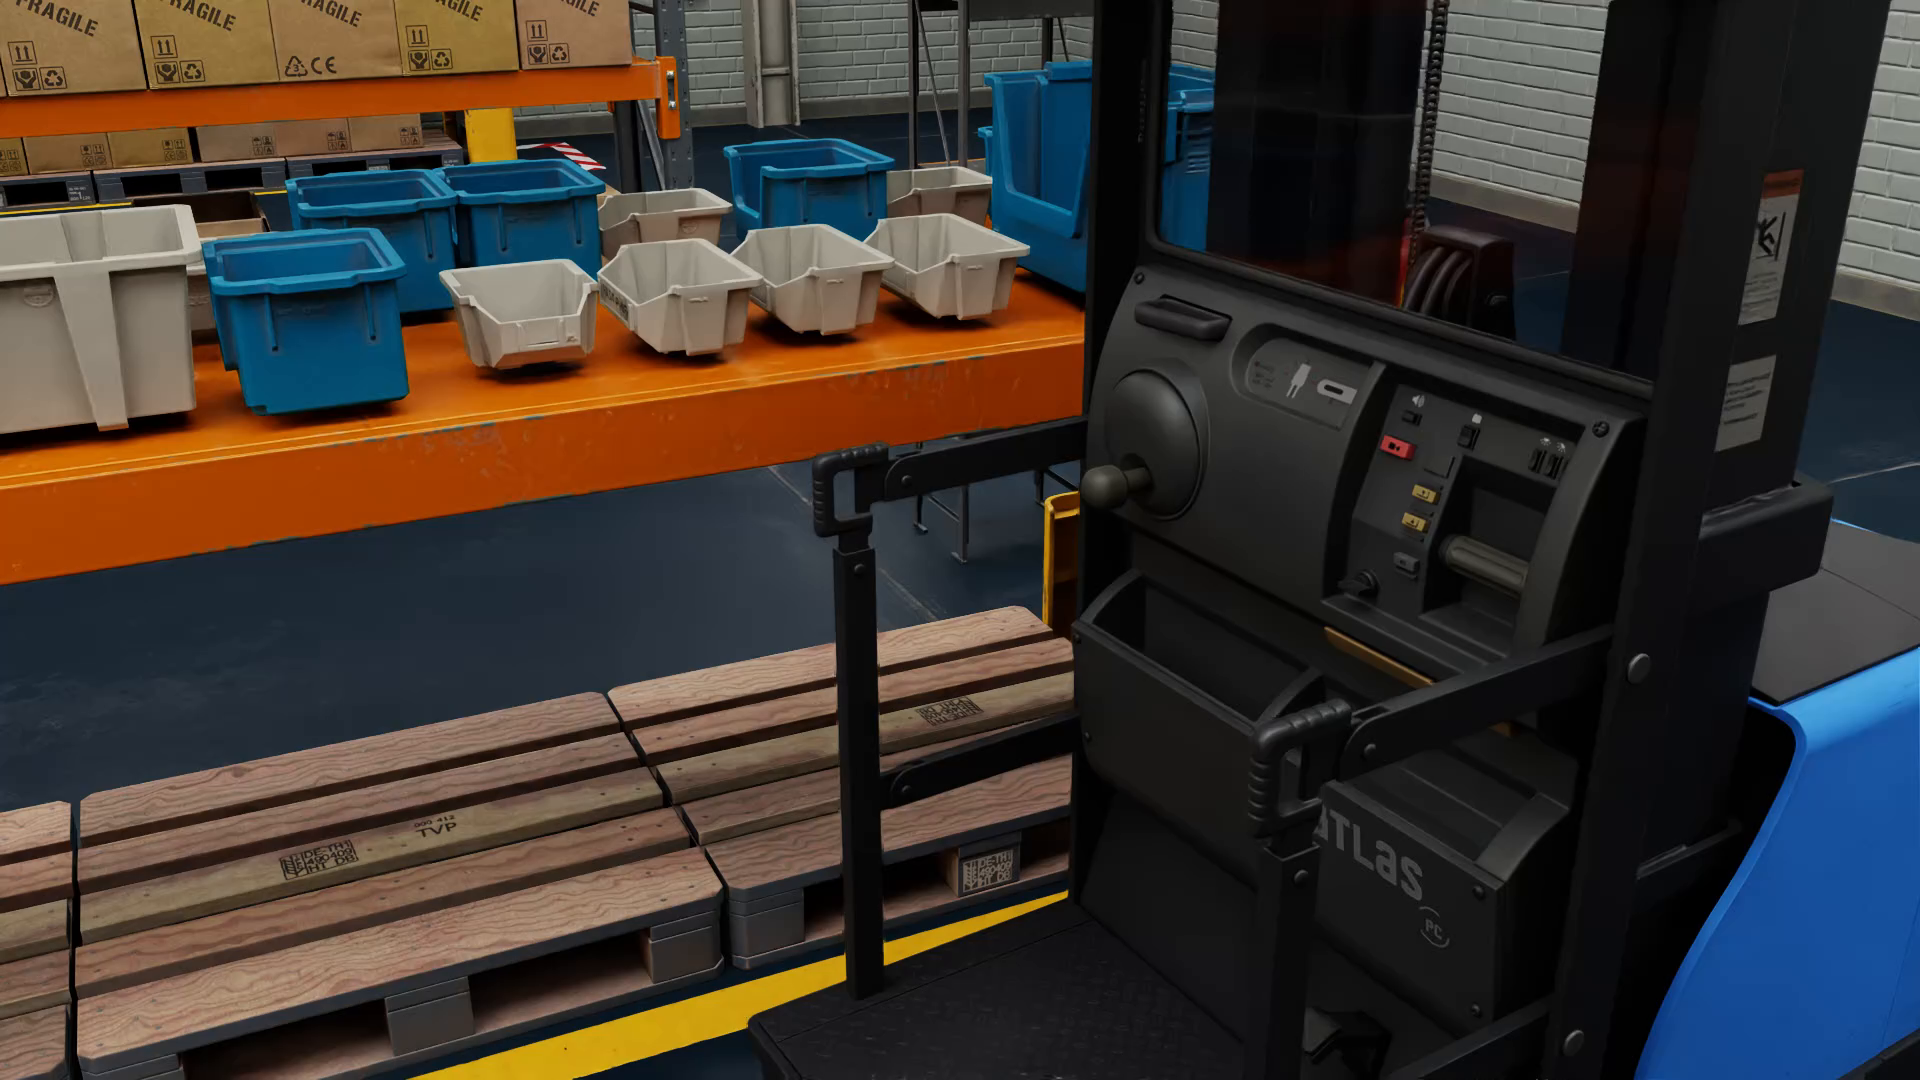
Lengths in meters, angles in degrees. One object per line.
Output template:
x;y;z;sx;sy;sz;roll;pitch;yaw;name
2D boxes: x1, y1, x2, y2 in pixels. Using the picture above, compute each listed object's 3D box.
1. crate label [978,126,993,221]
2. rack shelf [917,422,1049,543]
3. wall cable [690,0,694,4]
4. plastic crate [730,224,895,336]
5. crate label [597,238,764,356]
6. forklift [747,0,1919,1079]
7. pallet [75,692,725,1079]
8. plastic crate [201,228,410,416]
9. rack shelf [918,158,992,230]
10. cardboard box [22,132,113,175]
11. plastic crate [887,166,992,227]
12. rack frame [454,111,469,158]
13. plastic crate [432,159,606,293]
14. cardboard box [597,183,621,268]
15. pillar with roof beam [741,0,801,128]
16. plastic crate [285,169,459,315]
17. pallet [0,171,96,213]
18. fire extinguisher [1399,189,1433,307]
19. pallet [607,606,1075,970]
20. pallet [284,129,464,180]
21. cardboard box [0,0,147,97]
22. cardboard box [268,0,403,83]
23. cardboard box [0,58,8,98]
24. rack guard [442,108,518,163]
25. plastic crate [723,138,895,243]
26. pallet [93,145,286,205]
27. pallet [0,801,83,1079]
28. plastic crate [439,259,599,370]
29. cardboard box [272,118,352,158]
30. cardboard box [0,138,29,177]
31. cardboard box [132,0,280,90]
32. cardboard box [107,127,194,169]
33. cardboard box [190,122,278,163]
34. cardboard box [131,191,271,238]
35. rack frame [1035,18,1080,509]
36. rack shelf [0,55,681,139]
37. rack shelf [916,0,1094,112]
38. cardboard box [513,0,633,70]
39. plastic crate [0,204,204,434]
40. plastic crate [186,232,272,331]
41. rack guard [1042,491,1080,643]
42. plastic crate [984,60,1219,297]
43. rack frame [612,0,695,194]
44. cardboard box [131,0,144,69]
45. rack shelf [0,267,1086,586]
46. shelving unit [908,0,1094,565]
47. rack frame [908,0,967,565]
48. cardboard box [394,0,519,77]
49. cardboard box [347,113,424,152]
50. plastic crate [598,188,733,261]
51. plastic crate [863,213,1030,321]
0.245;-0.884;4.103;0.303;0.233;0.416;-10;25;-24;crate label
0.149;-0.338;5.688;0.480;0.518;0.431;-10;25;-24;rack shelf
-2.943;-5.283;13.262;1.851;1.984;0.084;-10;25;-24;wall cable
-0.313;-0.526;3.365;0.243;0.136;0.396;-10;25;-24;plastic crate
-0.554;-0.471;3.233;0.243;0.136;0.396;-10;25;-24;crate label
0.321;-0.127;2.224;3.031;2.935;1.130;-13;26;-29;forklift
-1.247;0.752;3.657;1.213;0.211;1.003;-10;25;-24;pallet
-1.129;-0.382;2.891;0.300;0.233;0.416;-10;25;-24;plastic crate
0.149;-0.985;5.420;0.480;0.518;0.431;-10;25;-24;rack shelf
-6.118;-2.821;11.363;0.500;0.500;0.700;-11;25;-24;cardboard box
-0.080;-0.814;4.062;0.298;0.136;0.250;-10;25;-24;plastic crate
-3.686;-4.275;12.155;0.127;3.000;1.000;-10;25;-24;rack frame
-0.941;-0.665;3.575;0.300;0.233;0.416;-10;25;-24;plastic crate
-1.918;-1.442;8.004;0.500;0.500;0.500;-10;25;-24;cardboard box
0.239;-6.309;9.226;0.400;9.000;9.100;-10;25;-24;pillar with roof beam
-1.212;-0.615;3.455;0.300;0.233;0.416;-10;25;-24;plastic crate
-6.571;-2.422;11.325;1.213;0.211;1.003;-10;25;-24;pallet
0.943;-0.521;3.676;0.183;0.674;0.296;-10;25;-24;fire extinguisher
-0.149;0.551;4.143;1.213;0.211;1.003;-10;25;-24;pallet
-4.373;-2.827;12.303;1.213;0.211;1.003;-10;25;-24;pallet
-3.649;-2.110;6.795;0.500;0.500;0.500;-11;25;-24;cardboard box
-2.738;-2.278;7.201;0.500;0.500;0.500;-10;25;-23;cardboard box
-4.101;-2.028;6.596;0.500;0.500;0.500;-10;24;-23;cardboard box
-3.665;-3.124;12.643;0.348;0.500;1.175;-10;25;-24;rack guard
-0.348;-0.774;3.839;0.300;0.233;0.416;-10;25;-24;plastic crate
-5.470;-2.626;11.818;1.213;0.211;1.003;-10;25;-24;pallet
-2.348;0.956;3.165;1.213;0.211;1.003;-10;25;-24;pallet
-0.812;-0.416;3.099;0.250;0.136;0.298;-10;25;-24;plastic crate
-4.724;-3.080;11.989;0.500;0.500;0.700;-11;25;-24;cardboard box
-6.572;-2.739;11.165;0.500;0.500;0.700;-10;25;-23;cardboard box
-3.192;-2.195;7.000;0.500;0.500;0.500;-11;25;-24;cardboard box
-5.655;-2.906;11.567;0.500;0.500;0.700;-10;24;-22;cardboard box
-5.177;-2.997;11.787;0.500;0.500;0.700;-11;25;-25;cardboard box
-3.448;-1.268;7.580;0.637;0.503;0.797;-10;25;-24;cardboard box
0.369;-1.038;5.513;0.015;2.100;0.400;-10;25;-24;rack frame
-3.337;-1.904;7.369;4.000;0.370;1.077;-10;25;-24;rack shelf
0.149;-1.632;5.152;0.480;0.518;0.431;-10;25;-24;rack shelf
-1.820;-2.446;7.608;0.500;0.500;0.500;-10;24;-22;cardboard box
-1.538;-0.360;2.774;0.530;0.282;0.437;-10;25;-24;plastic crate
-1.555;-0.496;3.291;0.466;0.136;0.293;-10;25;-24;plastic crate
0.627;0.286;4.406;0.348;0.500;1.175;-10;25;-24;rack guard
0.390;-0.785;3.599;0.499;0.435;0.616;-10;25;-24;plastic crate
-1.534;-2.568;8.033;0.127;3.000;1.000;-10;25;-24;rack frame
-3.874;-2.294;7.240;0.500;0.500;0.500;-10;24;-22;cardboard box
-1.192;-0.197;3.243;4.000;0.370;1.077;-10;25;-24;rack shelf
0.149;-0.998;5.415;0.503;2.100;0.431;-10;25;-24;shelving unit
-0.071;-0.957;5.317;0.015;2.100;0.400;-10;25;-24;rack frame
-2.286;-2.359;7.397;0.500;0.500;0.500;-10;25;-23;cardboard box
-4.274;-3.163;12.189;0.500;0.500;0.700;-10;25;-24;cardboard box
-0.691;-0.702;3.790;0.298;0.136;0.250;-10;25;-24;plastic crate
-0.046;-0.569;3.469;0.243;0.136;0.396;-10;25;-24;plastic crate
